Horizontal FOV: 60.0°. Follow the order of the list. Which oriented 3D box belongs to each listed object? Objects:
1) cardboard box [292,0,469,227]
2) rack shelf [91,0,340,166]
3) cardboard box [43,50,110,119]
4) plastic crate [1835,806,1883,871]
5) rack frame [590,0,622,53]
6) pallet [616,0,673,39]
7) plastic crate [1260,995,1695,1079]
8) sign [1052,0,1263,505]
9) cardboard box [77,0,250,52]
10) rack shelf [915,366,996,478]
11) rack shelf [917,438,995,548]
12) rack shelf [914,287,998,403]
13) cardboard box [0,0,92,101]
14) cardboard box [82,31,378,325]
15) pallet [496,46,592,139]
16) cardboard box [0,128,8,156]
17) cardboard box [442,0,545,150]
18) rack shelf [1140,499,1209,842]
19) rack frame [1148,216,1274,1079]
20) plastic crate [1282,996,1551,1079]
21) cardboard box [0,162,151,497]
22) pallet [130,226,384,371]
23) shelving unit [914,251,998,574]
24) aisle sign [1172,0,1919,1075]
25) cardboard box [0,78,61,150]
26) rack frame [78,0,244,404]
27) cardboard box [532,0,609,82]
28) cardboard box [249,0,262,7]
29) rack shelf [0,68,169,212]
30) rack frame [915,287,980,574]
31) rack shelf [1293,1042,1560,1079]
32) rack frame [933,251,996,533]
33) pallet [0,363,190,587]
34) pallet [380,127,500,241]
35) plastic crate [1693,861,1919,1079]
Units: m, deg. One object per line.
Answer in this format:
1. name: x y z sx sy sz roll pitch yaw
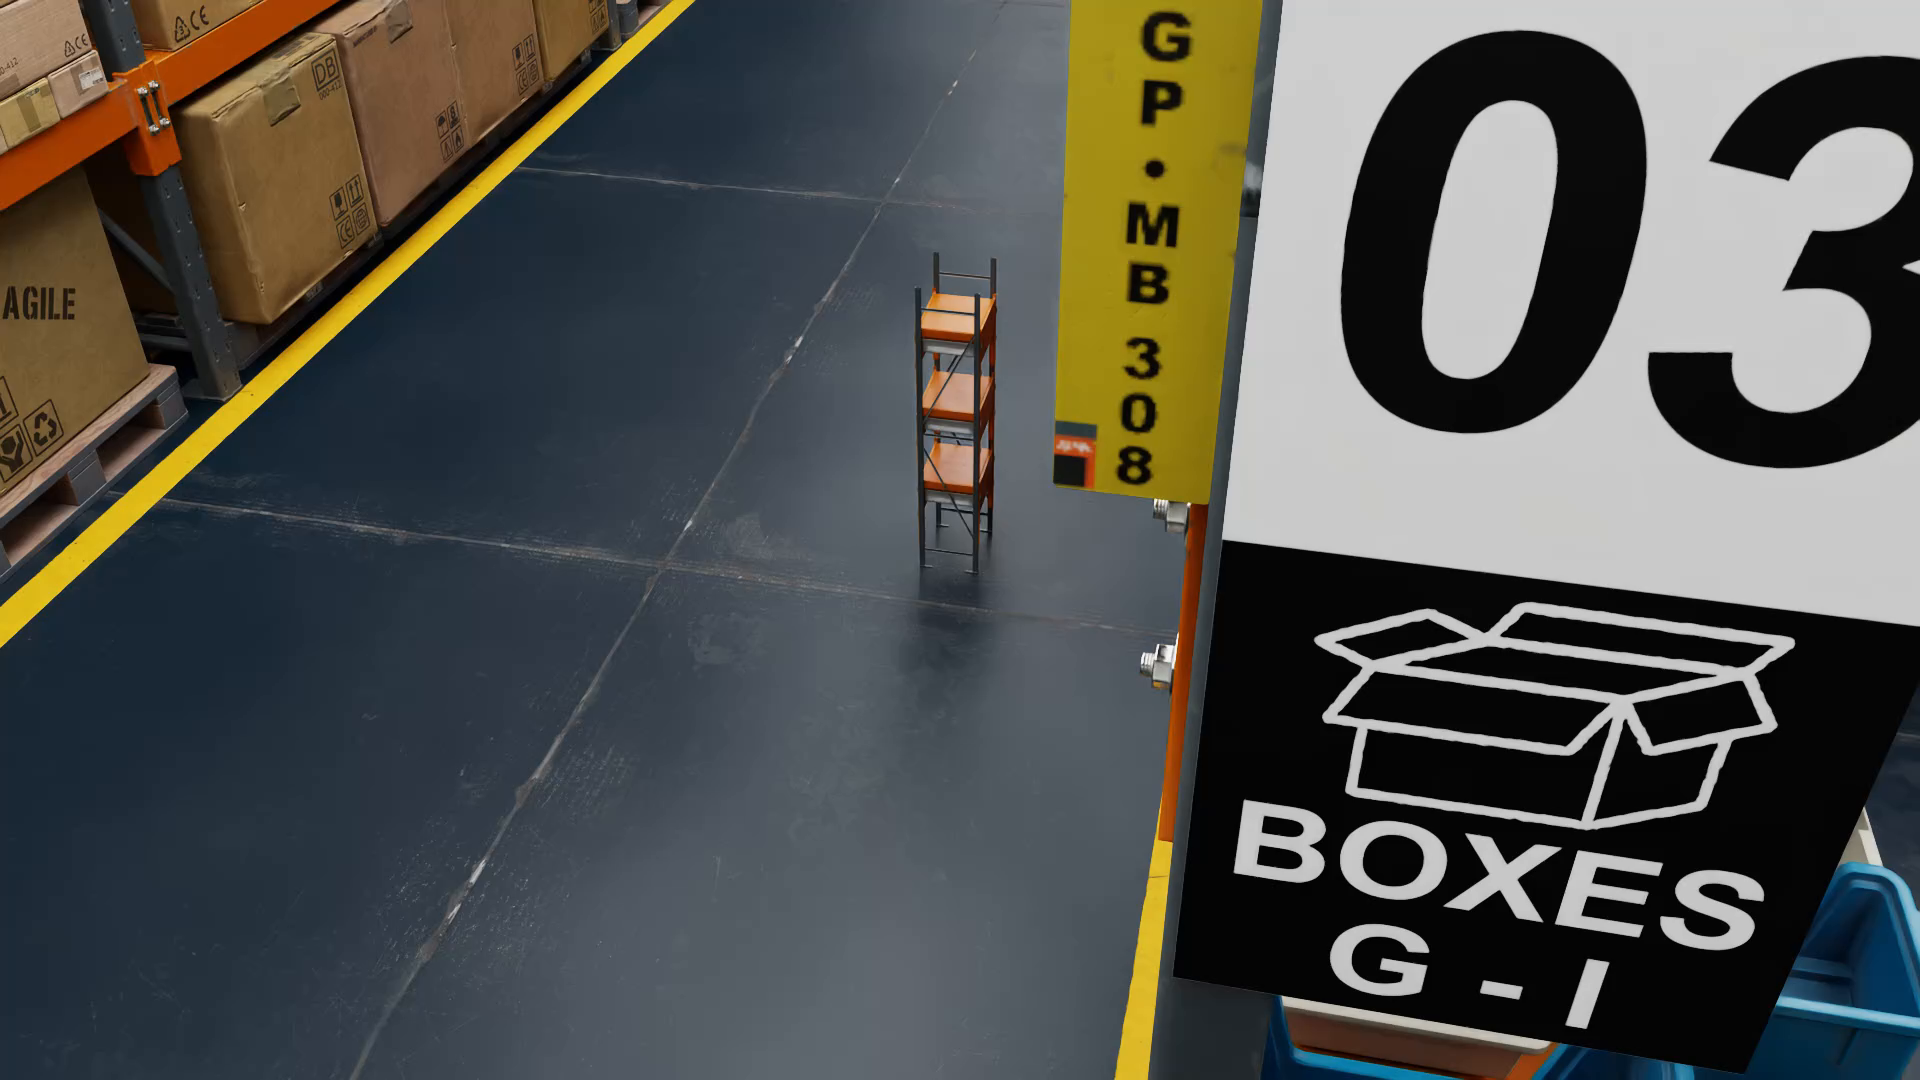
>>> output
1. cardboard box: -3.029 -2.035 7.454 1.225 0.875 0.875 6 36 8
2. rack shelf: -2.909 -2.698 7.530 1.077 0.370 4.000 7 37 10
3. cardboard box: -3.081 -1.525 5.513 0.380 0.149 0.250 8 37 10
4. plastic crate: 1.317 0.491 2.690 0.250 0.136 0.298 7 37 10
5. rack frame: -2.481 -4.136 8.901 1.000 3.000 0.127 7 37 10
6. pallet: -2.313 -3.455 10.337 1.003 0.211 1.213 7 37 10
7. plastic crate: 0.538 0.817 1.985 0.616 0.435 0.499 7 37 10
8. sign: 0.108 -0.161 0.949 0.100 0.325 0.005 7 37 10
9. cardboard box: -2.993 -2.116 6.028 0.500 0.500 0.500 7 37 10
10. rack shelf: -0.011 -0.386 5.406 0.215 0.259 0.240 7 37 10
11. rack shelf: -0.011 -0.161 5.569 0.215 0.259 0.240 7 37 10
12. rack shelf: -0.011 -0.616 5.239 0.215 0.259 0.240 7 37 10
13. cardboard box: -3.174 -1.617 5.299 0.500 0.250 0.500 7 36 9
14. cardboard box: -3.219 -1.522 6.747 1.225 0.875 0.875 7 37 10
15. pallet: -2.723 -2.565 9.109 1.003 0.211 1.213 7 37 10
16. cardboard box: -3.191 -1.231 5.106 0.380 0.149 0.250 7 36 9
17. cardboard box: -2.847 -2.543 8.155 1.225 0.875 0.875 7 37 10
18. rack shelf: 1.076 -0.999 2.629 1.077 0.370 4.000 7 37 10
19. rack frame: 0.649 1.071 1.716 1.000 3.000 0.127 7 37 10
20. plastic crate: 0.646 0.663 2.452 0.396 0.136 0.243 7 37 10
21. cardboard box: -3.555 -0.784 5.729 0.875 0.875 0.875 7 37 10
22. pallet: -3.245 -1.166 7.178 1.003 0.211 1.213 7 37 10
23. shelving unit: -0.011 -0.394 5.400 0.215 1.050 0.252 7 37 10
24. aisle sign: 0.347 0.023 0.947 0.394 0.787 0.004 7 37 10
25. cardboard box: -3.136 -1.377 5.309 0.380 0.149 0.250 8 37 11
26. rack frame: -3.336 -1.843 5.737 1.000 3.000 0.127 7 37 10
27. cardboard box: -2.649 -3.053 8.859 1.225 0.875 0.875 6 36 8
28. cardboard box: -2.887 -2.404 6.426 0.500 0.500 0.500 7 37 10
29. rack shelf: -3.763 -0.405 4.366 1.077 0.370 4.000 7 37 10
30. rack frame: -0.037 -0.324 5.303 0.200 1.050 0.008 7 37 10
31. rack shelf: 1.076 0.216 3.509 1.077 0.370 4.000 7 37 10
32. rack frame: 0.015 -0.464 5.496 0.200 1.050 0.008 7 37 10
33. pallet: -3.575 -0.288 5.967 1.003 0.211 1.213 7 37 10
34. pallet: -2.986 -1.867 8.146 1.003 0.211 1.213 7 37 10
35. plastic crate: 1.163 0.637 2.407 0.416 0.233 0.300 7 37 10
